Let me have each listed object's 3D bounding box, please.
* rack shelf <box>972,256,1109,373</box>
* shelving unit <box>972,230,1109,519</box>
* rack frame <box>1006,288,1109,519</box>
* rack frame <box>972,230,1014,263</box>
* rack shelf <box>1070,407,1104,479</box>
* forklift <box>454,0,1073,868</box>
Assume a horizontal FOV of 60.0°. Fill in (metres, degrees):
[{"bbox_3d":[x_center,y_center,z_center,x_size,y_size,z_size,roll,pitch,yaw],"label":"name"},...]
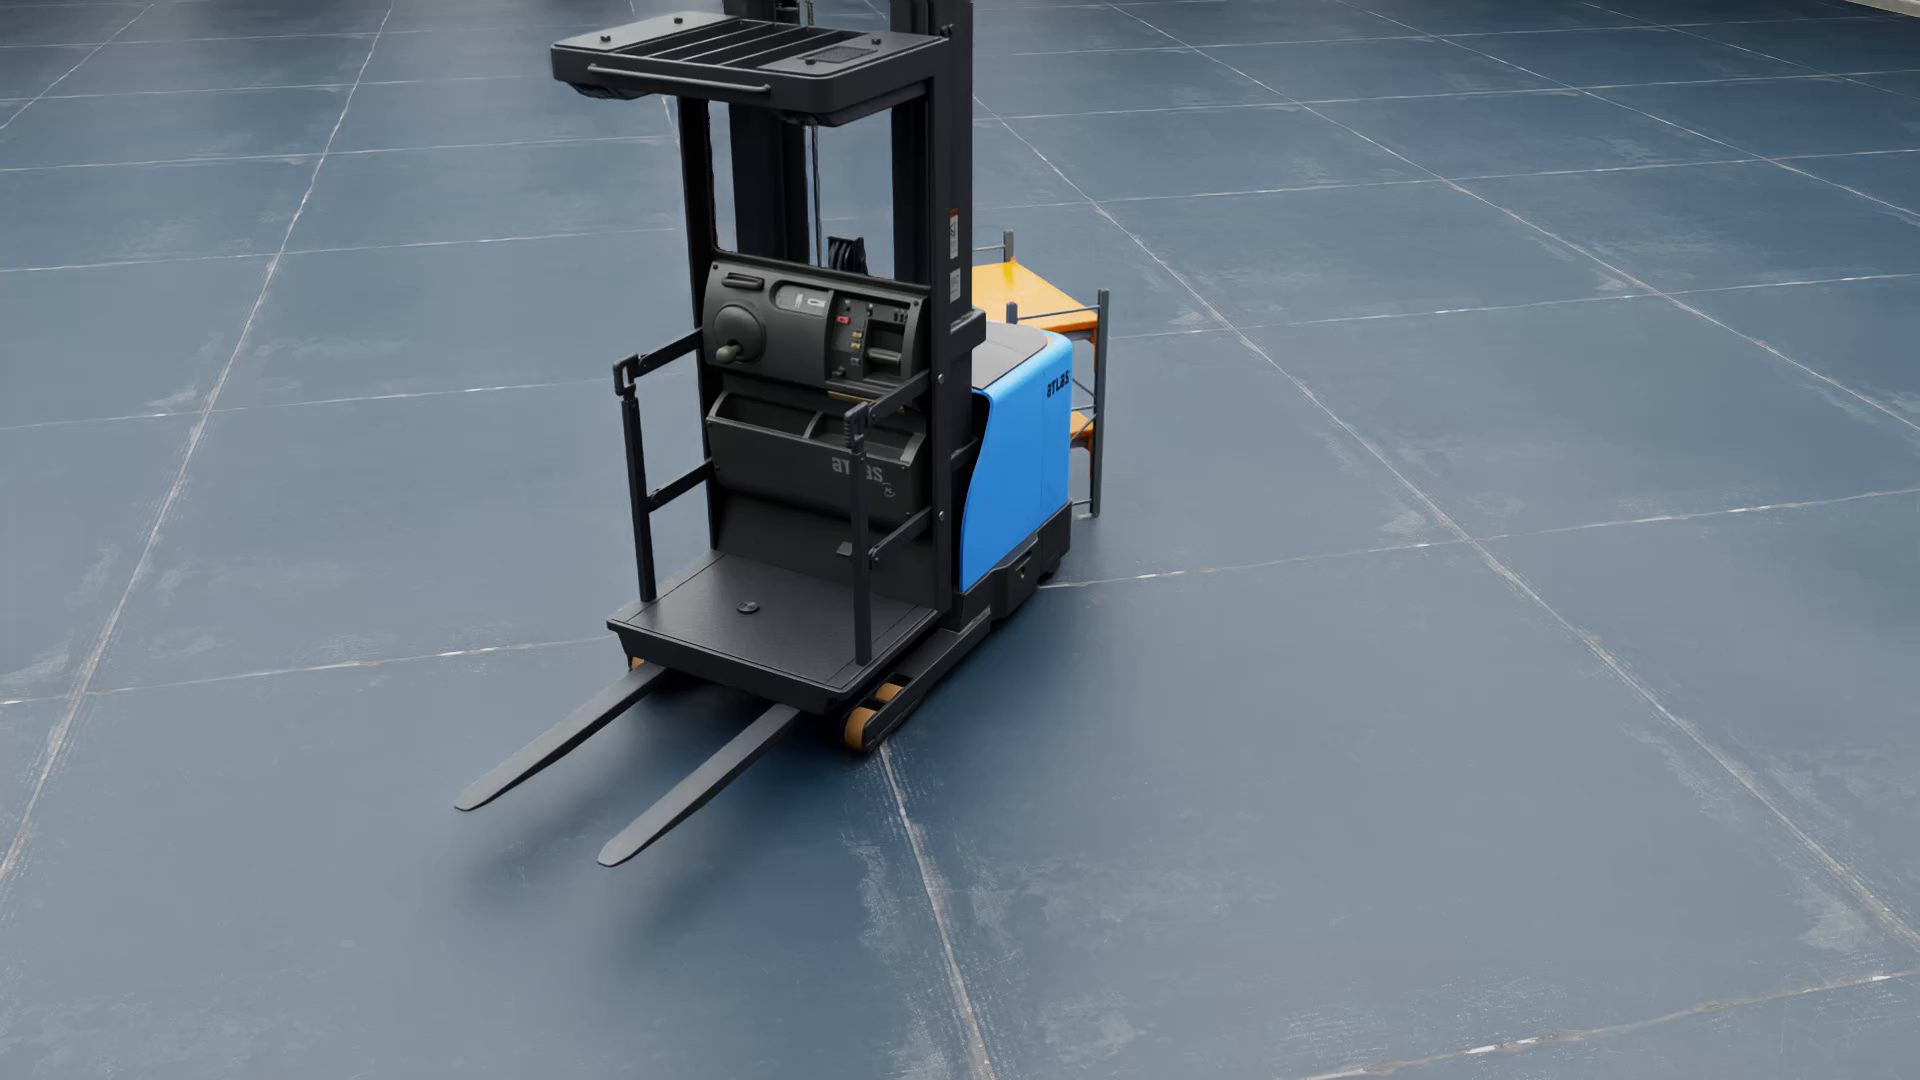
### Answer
[{"bbox_3d":[0.235,-1.054,7.940,0.538,0.278,1.000,-11,29,-21],"label":"rack shelf"},{"bbox_3d":[0.235,-0.793,8.072,0.538,1.125,1.048,-11,29,-21],"label":"shelving unit"},{"bbox_3d":[0.437,-0.582,7.655,0.500,1.125,0.032,-11,29,-21],"label":"rack frame"},{"bbox_3d":[0.034,-1.003,8.489,0.500,1.125,0.032,-11,29,-21],"label":"rack frame"},{"bbox_3d":[0.235,-0.574,8.182,0.538,0.278,1.000,-11,29,-21],"label":"rack shelf"},{"bbox_3d":[-0.655,-0.752,5.988,1.130,2.935,3.031,14,30,26],"label":"forklift"}]
